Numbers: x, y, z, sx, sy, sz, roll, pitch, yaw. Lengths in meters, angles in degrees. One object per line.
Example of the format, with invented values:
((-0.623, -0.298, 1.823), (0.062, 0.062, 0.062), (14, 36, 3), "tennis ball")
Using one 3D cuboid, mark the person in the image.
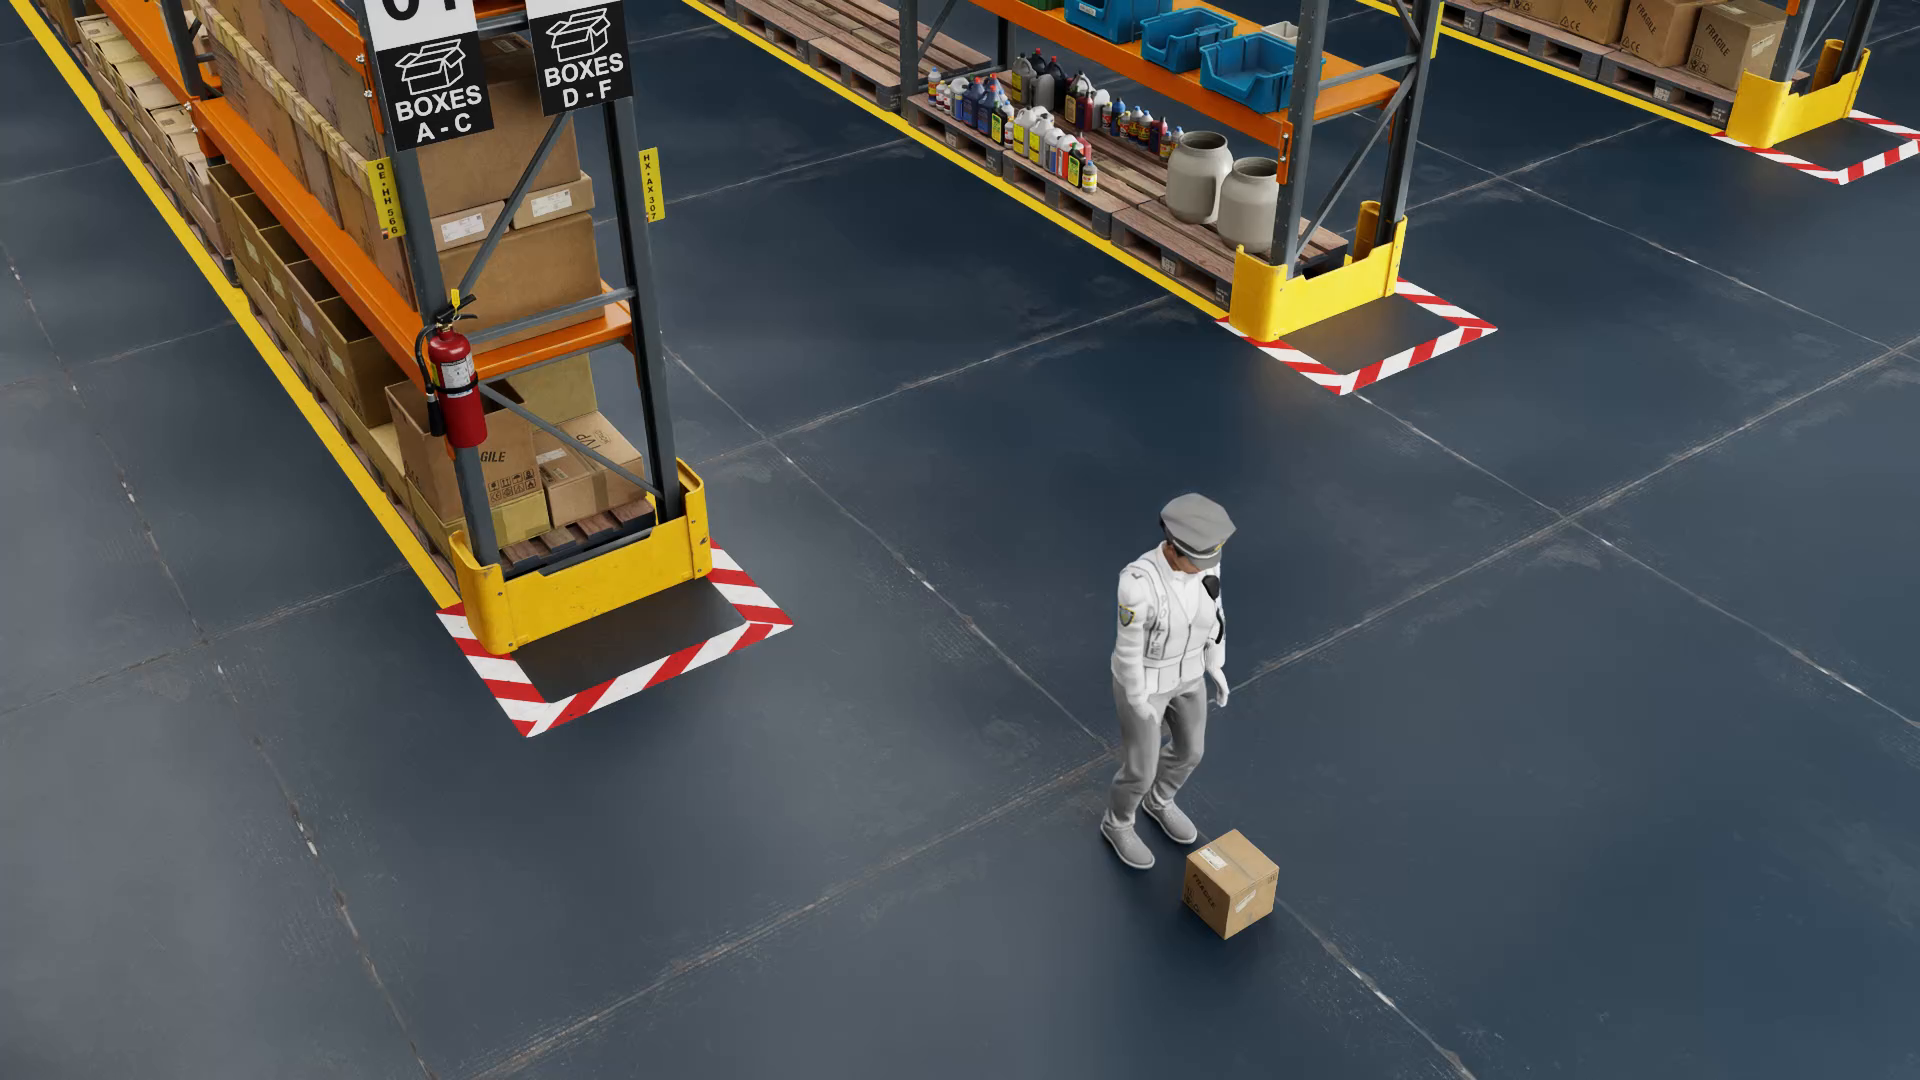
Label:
((0.791, 0.534, 6.302), (0.485, 1.652, 0.381), (-22, 42, -27), "person")
